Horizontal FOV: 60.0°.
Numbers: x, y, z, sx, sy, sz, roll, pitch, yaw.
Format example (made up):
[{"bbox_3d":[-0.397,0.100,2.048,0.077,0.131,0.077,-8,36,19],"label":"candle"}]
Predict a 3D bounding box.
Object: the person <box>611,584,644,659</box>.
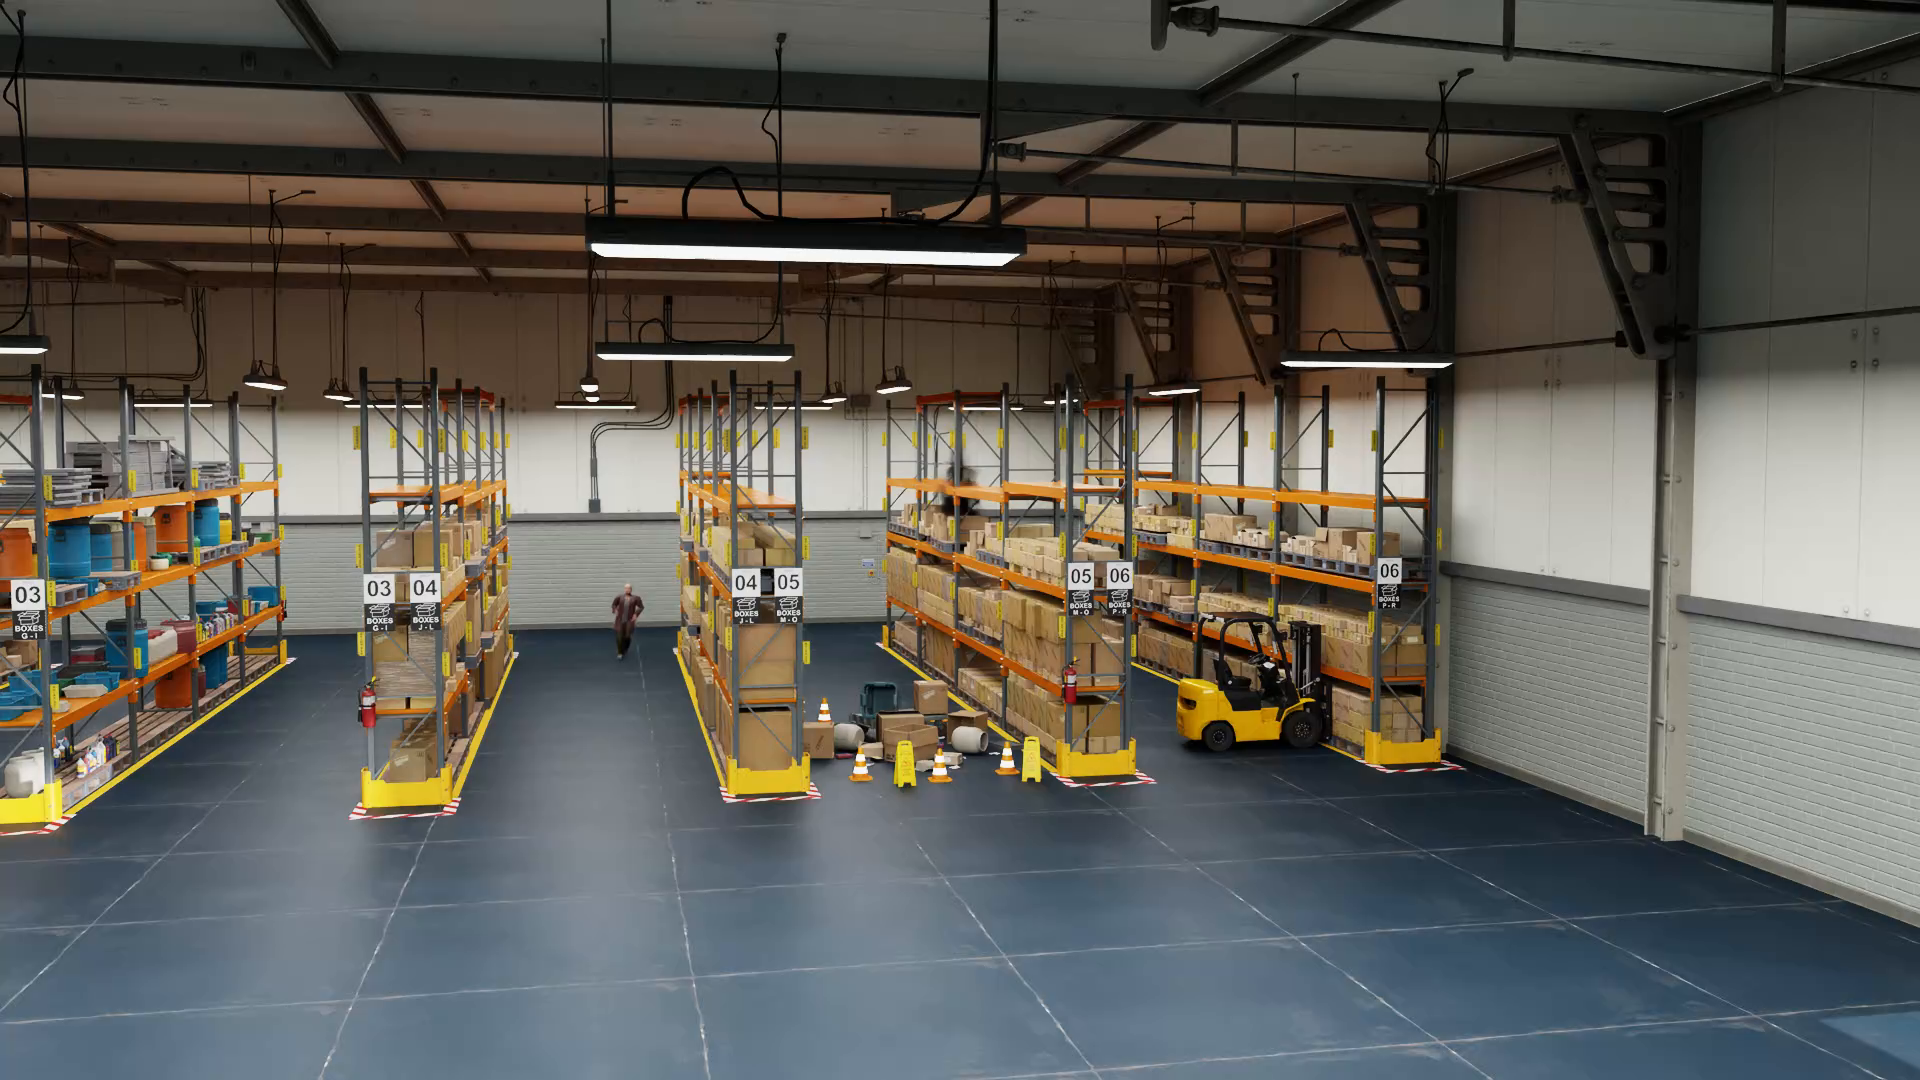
[{"bbox_3d":[-7.653,1.870,38.163,0.728,1.726,0.662,0,3,-2],"label":"person"}]
